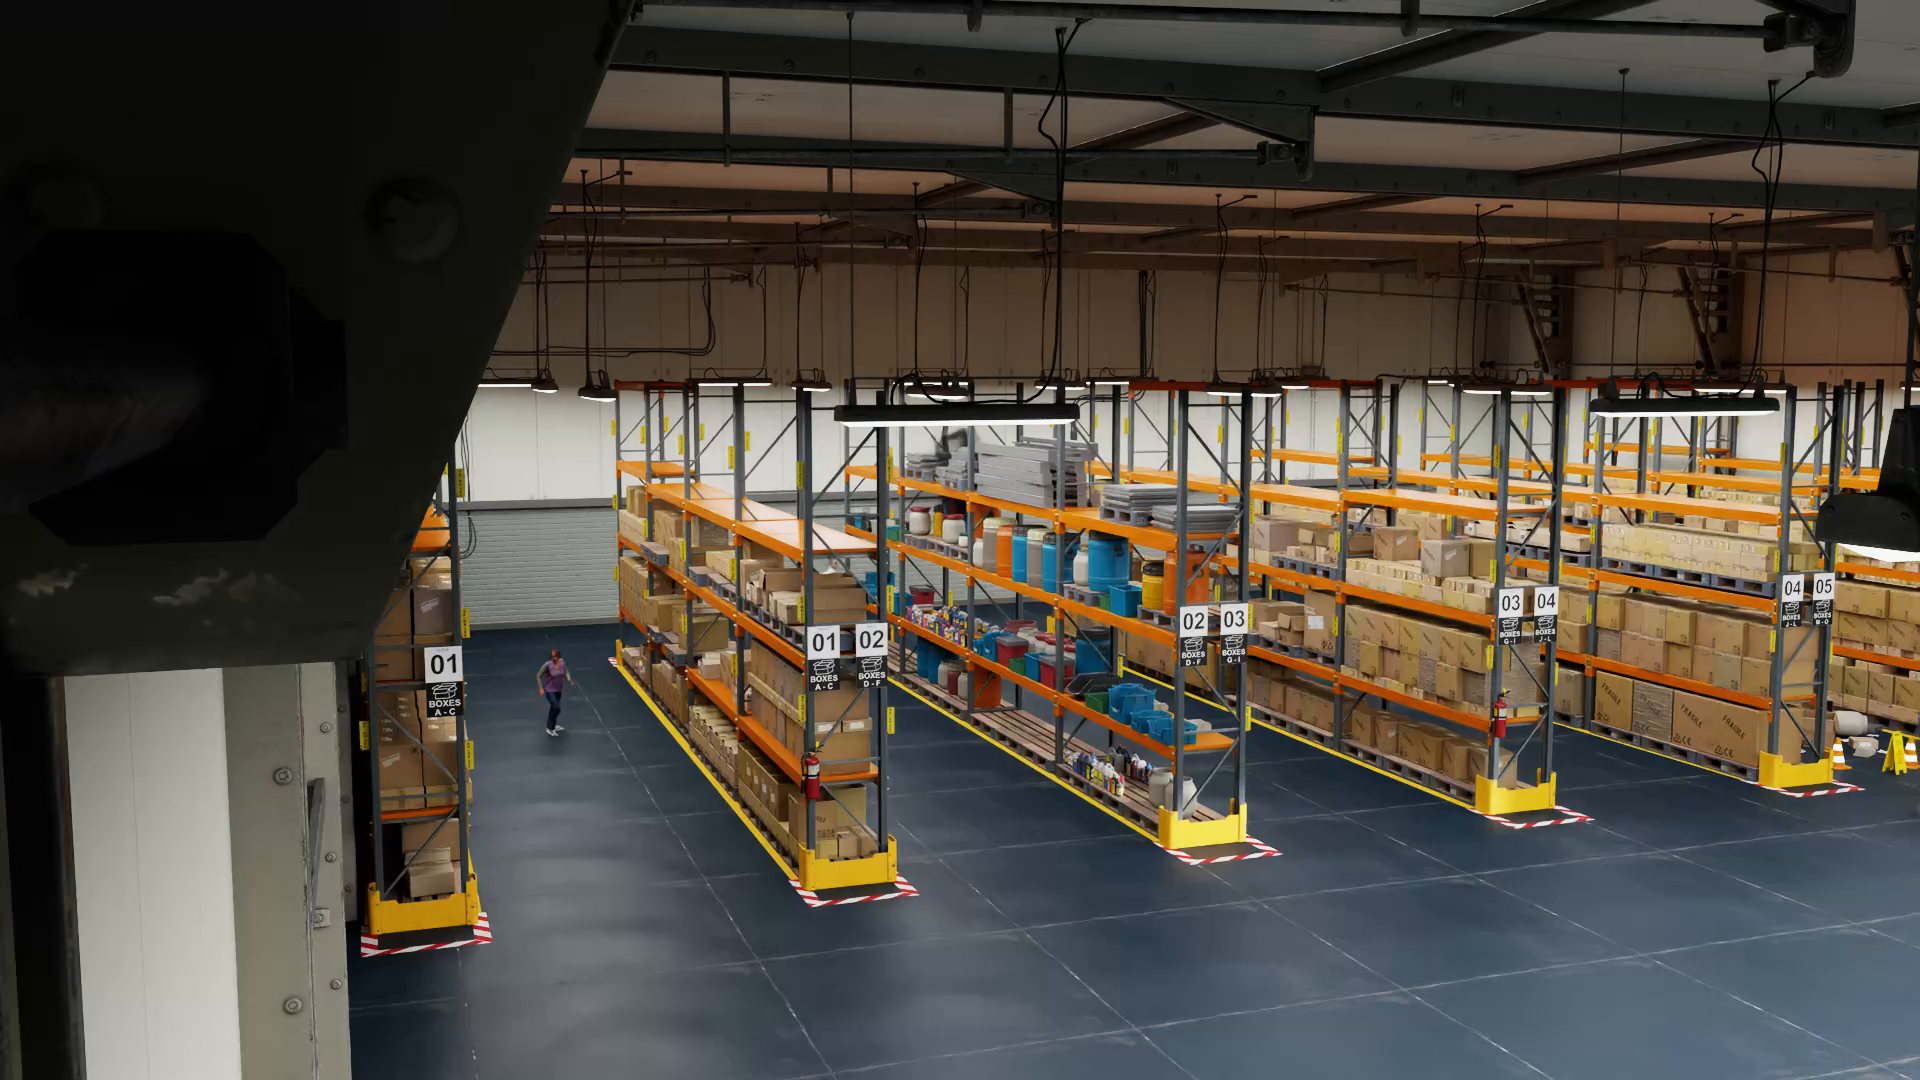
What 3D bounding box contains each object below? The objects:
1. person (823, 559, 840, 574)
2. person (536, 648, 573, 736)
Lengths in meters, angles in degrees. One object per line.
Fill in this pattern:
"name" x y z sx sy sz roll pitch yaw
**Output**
"person" -2.993 1.297 39.095 0.811 1.831 0.626 0 6 1
"person" -6.901 2.599 28.443 0.779 1.556 0.554 4 7 32
